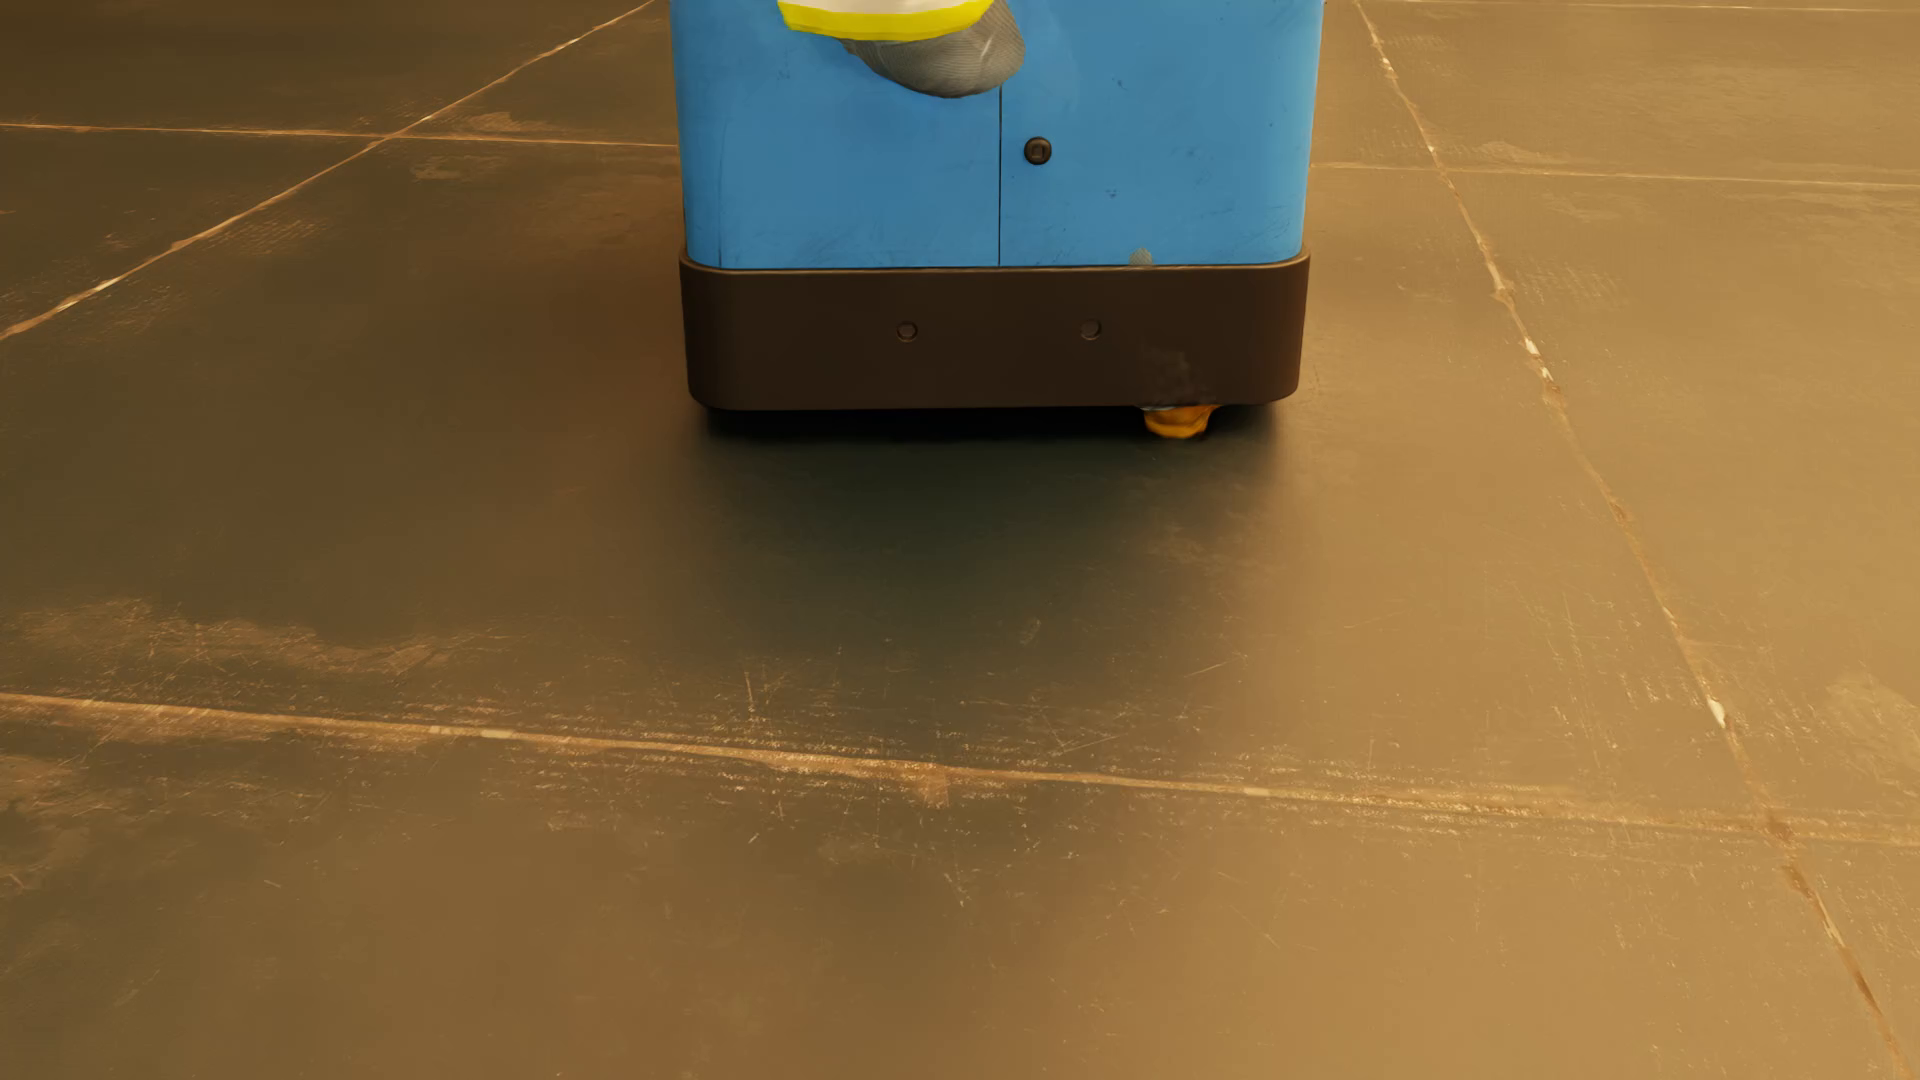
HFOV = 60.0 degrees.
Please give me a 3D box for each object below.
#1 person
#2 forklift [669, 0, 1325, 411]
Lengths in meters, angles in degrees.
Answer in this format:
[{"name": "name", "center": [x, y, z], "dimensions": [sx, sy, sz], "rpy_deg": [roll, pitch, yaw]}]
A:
[{"name": "person", "center": [0.032, -0.971, 2.683], "dimensions": [0.885, 1.592, 0.786], "rpy_deg": [14, 30, 25]}, {"name": "forklift", "center": [0.012, -2.143, 3.512], "dimensions": [1.130, 2.935, 3.031], "rpy_deg": [-1, 27, -2]}]
